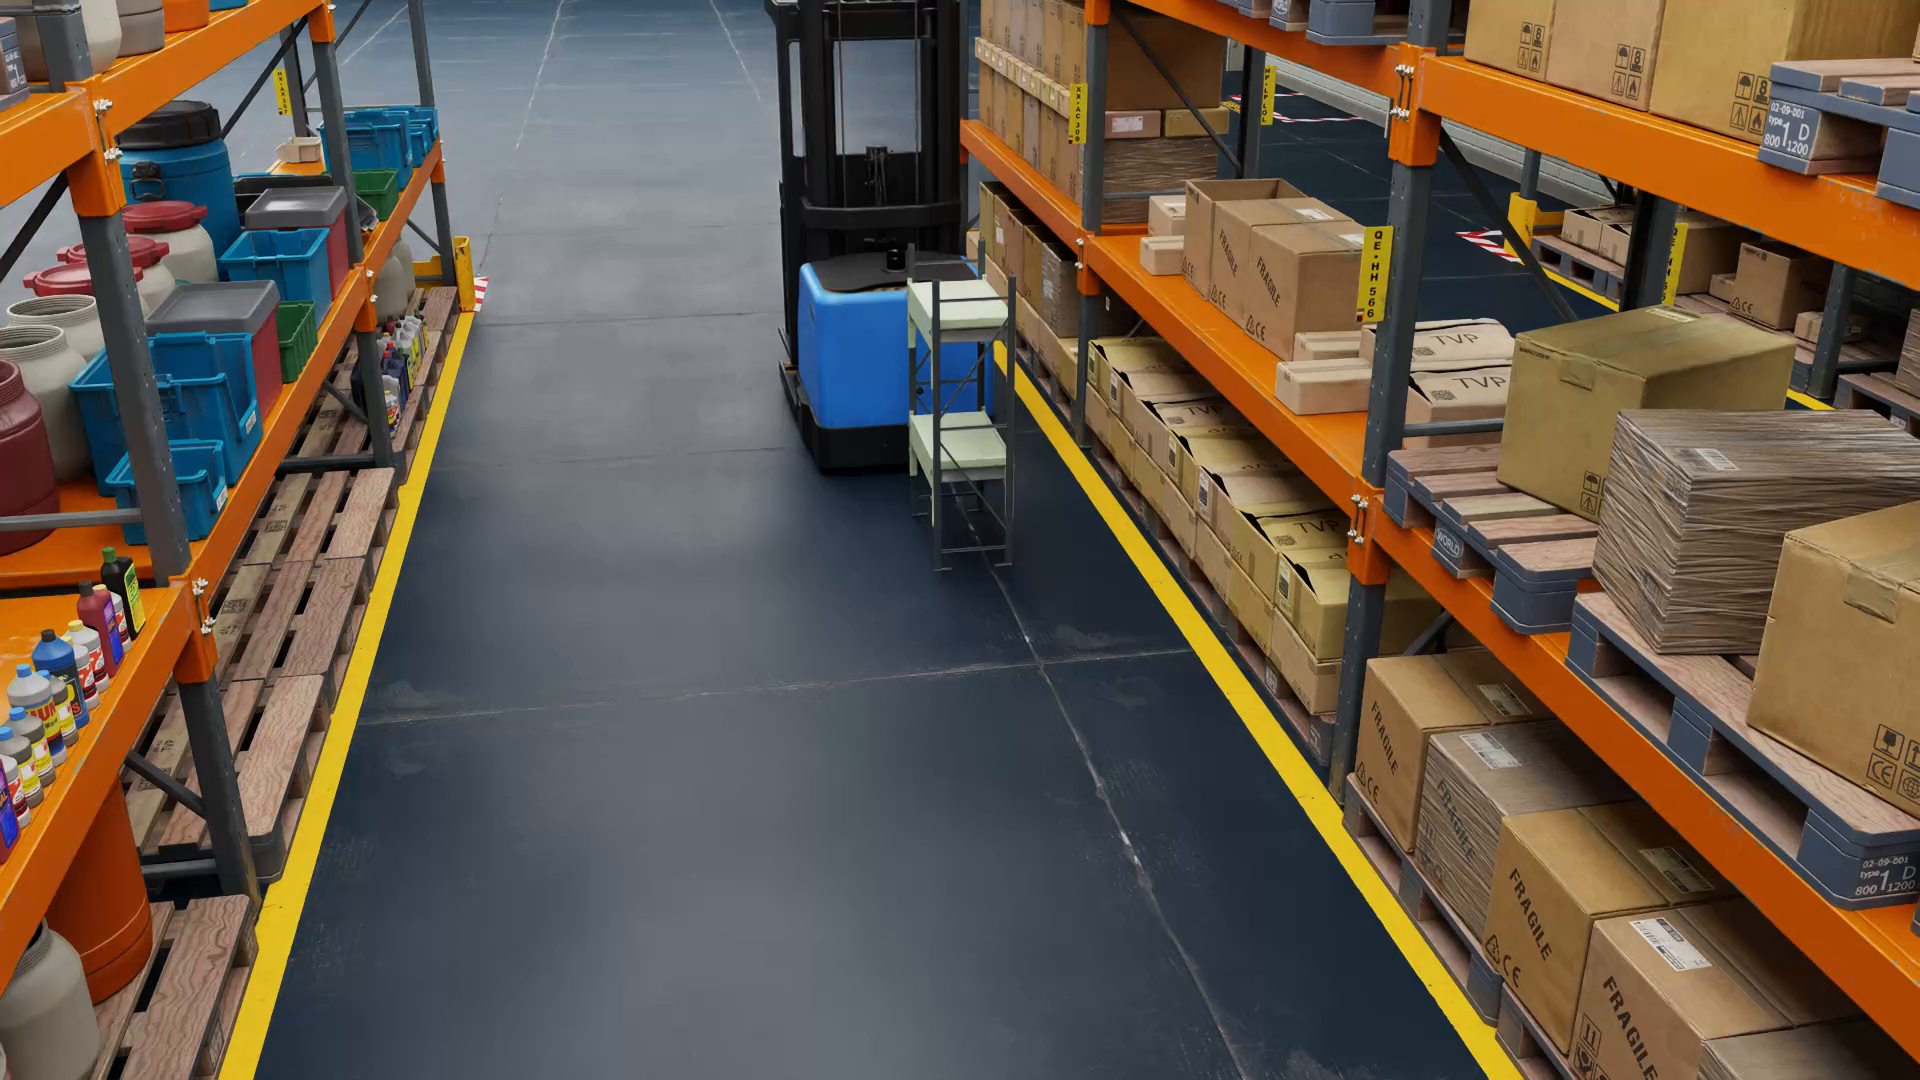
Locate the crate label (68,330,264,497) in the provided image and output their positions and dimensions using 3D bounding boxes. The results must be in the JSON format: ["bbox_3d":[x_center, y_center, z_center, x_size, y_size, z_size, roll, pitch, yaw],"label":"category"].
[{"bbox_3d":[-2.846,-0.467,6.028,0.502,0.435,0.616,-4,24,-10],"label":"crate label"}]

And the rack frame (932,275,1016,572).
[{"bbox_3d":[0.066,-0.546,8.126,0.400,1.500,0.023,-4,24,-10],"label":"rack frame"}]

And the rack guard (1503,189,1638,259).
[{"bbox_3d":[5.343,-2.745,14.410,1.175,0.500,0.348,-4,24,-10],"label":"rack guard"}]

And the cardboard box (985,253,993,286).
[{"bbox_3d":[0.438,-2.061,12.631,0.500,0.250,0.500,-4,24,-10],"label":"cardboard box"}]

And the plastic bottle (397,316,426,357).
[{"bbox_3d":[-3.617,-1.349,10.945,0.152,0.276,0.135,-4,24,-9],"label":"plastic bottle"}]

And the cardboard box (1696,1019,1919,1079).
[{"bbox_3d":[2.132,1.547,4.035,0.500,0.500,0.500,-4,24,-9],"label":"cardboard box"}]

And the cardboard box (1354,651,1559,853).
[{"bbox_3d":[1.744,0.739,5.885,0.500,0.500,0.500,-3,24,-7],"label":"cardboard box"}]

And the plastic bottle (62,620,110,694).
[{"bbox_3d":[-2.388,0.316,4.528,0.097,0.201,0.097,0,24,0],"label":"plastic bottle"}]

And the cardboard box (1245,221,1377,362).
[{"bbox_3d":[1.614,-1.110,7.419,0.500,0.500,0.500,-6,24,-13],"label":"cardboard box"}]

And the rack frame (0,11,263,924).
[{"bbox_3d":[-2.928,-0.040,5.095,1.000,3.000,0.127,-4,24,-10],"label":"rack frame"}]

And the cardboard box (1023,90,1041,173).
[{"bbox_3d":[0.824,-2.805,11.299,0.700,0.500,0.500,-4,24,-8],"label":"cardboard box"}]

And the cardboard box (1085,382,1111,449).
[{"bbox_3d":[1.032,-0.734,9.594,0.500,0.250,0.500,-5,24,-11],"label":"cardboard box"}]

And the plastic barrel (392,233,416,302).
[{"bbox_3d":[-4.210,-1.986,12.134,0.421,0.512,0.421,0,24,0],"label":"plastic barrel"}]

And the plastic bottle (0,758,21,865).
[{"bbox_3d":[-2.222,0.590,3.797,0.061,0.283,0.133,-4,24,-10],"label":"plastic bottle"}]

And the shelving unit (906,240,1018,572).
[{"bbox_3d":[-0.001,-0.690,8.456,0.431,1.500,0.755,-4,24,-10],"label":"shelving unit"}]

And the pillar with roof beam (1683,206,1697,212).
[{"bbox_3d":[2.078,-6.140,11.564,9.100,9.000,0.400,-4,24,-10],"label":"pillar with roof beam"}]

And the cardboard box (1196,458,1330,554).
[{"bbox_3d":[1.409,-0.185,7.637,0.500,0.311,0.500,-4,24,-10],"label":"cardboard box"}]

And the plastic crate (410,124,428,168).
[{"bbox_3d":[-3.906,-2.688,11.343,0.499,0.251,0.408,-4,24,-10],"label":"plastic crate"}]

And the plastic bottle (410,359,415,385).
[{"bbox_3d":[-3.473,-1.068,10.395,0.097,0.201,0.097,0,24,0],"label":"plastic bottle"}]

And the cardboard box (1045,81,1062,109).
[{"bbox_3d":[0.754,-2.813,10.509,0.380,0.149,0.250,-4,24,-10],"label":"cardboard box"}]

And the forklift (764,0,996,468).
[{"bbox_3d":[-0.592,-2.315,10.387,1.130,2.935,3.031,-5,24,-11],"label":"forklift"}]

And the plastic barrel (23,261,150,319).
[{"bbox_3d":[-3.490,-0.825,6.721,0.433,0.535,0.433,0,24,0],"label":"plastic barrel"}]

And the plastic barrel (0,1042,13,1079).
[{"bbox_3d":[-2.612,1.508,4.038,0.600,0.588,0.708,-4,24,-10],"label":"plastic barrel"}]

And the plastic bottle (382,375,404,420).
[{"bbox_3d":[-3.382,-0.850,9.802,0.152,0.276,0.135,-3,24,-8],"label":"plastic bottle"}]

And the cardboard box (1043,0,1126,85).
[{"bbox_3d":[0.926,-3.189,10.558,0.700,0.500,0.500,-4,24,-10],"label":"cardboard box"}]

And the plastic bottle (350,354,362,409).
[{"bbox_3d":[-3.551,-0.939,9.912,0.144,0.351,0.185,-4,24,-10],"label":"plastic bottle"}]

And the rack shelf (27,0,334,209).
[{"bbox_3d":[-3.298,-1.872,6.439,1.077,0.370,4.000,-4,24,-10],"label":"rack shelf"}]

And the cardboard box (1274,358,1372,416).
[{"bbox_3d":[1.503,-0.624,6.744,0.380,0.149,0.250,-4,24,-10],"label":"cardboard box"}]

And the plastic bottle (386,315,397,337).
[{"bbox_3d":[-3.722,-1.345,10.925,0.061,0.283,0.133,-4,24,-10],"label":"plastic bottle"}]

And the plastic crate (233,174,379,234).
[{"bbox_3d":[-3.639,-1.801,9.203,0.767,0.338,0.504,-4,24,-10],"label":"plastic crate"}]

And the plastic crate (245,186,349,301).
[{"bbox_3d":[-3.277,-1.475,8.300,0.402,0.464,0.583,-4,24,-10],"label":"plastic crate"}]

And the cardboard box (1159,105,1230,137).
[{"bbox_3d":[1.342,-2.442,9.658,0.380,0.149,0.250,-4,24,-10],"label":"cardboard box"}]

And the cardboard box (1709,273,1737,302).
[{"bbox_3d":[5.793,-1.873,12.302,0.380,0.149,0.250,-6,24,-14],"label":"cardboard box"}]

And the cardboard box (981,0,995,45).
[{"bbox_3d":[0.545,-3.987,12.386,0.700,0.500,0.500,-4,24,-10],"label":"cardboard box"}]

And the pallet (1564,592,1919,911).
[{"bbox_3d":[2.305,0.447,4.218,1.003,0.211,1.213,-4,24,-10],"label":"pallet"}]

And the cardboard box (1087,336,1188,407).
[{"bbox_3d":[1.033,-0.987,9.473,0.500,0.311,0.500,-4,24,-10],"label":"cardboard box"}]

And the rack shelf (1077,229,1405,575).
[{"bbox_3d":[1.571,-0.862,7.876,1.077,0.370,4.000,-4,24,-10],"label":"rack shelf"}]

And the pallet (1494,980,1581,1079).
[{"bbox_3d":[2.264,1.648,4.714,1.003,0.211,1.213,-4,24,-10],"label":"pallet"}]

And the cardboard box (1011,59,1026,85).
[{"bbox_3d":[0.563,-3.219,11.436,0.380,0.149,0.250,-5,24,-10],"label":"cardboard box"}]

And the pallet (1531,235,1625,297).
[{"bbox_3d":[5.459,-2.290,13.730,1.003,0.211,1.213,-4,24,-10],"label":"pallet"}]

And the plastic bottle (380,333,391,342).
[{"bbox_3d":[-3.711,-1.244,10.797,0.097,0.201,0.097,0,24,0],"label":"plastic bottle"}]

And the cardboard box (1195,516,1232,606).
[{"bbox_3d":[1.415,0.073,7.746,0.500,0.250,0.500,-4,24,-9],"label":"cardboard box"}]

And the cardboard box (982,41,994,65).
[{"bbox_3d":[0.374,-3.621,12.358,0.380,0.149,0.250,-5,24,-11],"label":"cardboard box"}]

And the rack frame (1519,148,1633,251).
[{"bbox_3d":[5.329,-3.920,13.978,1.000,3.000,0.127,-4,24,-10],"label":"rack frame"}]

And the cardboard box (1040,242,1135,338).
[{"bbox_3d":[0.820,-1.619,10.682,0.500,0.500,0.500,-4,24,-10],"label":"cardboard box"}]

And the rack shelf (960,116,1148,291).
[{"bbox_3d":[0.831,-2.436,11.478,1.077,0.370,4.000,-4,24,-10],"label":"rack shelf"}]

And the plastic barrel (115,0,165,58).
[{"bbox_3d":[-2.866,-1.984,5.170,0.600,0.901,0.600,0,24,0],"label":"plastic barrel"}]

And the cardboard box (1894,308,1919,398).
[{"bbox_3d":[6.221,-1.115,10.128,0.700,0.500,0.500,-3,24,-8],"label":"cardboard box"}]

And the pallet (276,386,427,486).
[{"bbox_3d":[-3.751,-0.603,9.867,1.003,0.211,1.213,-4,24,-10],"label":"pallet"}]

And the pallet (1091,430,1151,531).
[{"bbox_3d":[1.376,-0.414,9.434,1.003,0.211,1.213,-4,24,-10],"label":"pallet"}]

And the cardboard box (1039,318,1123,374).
[{"bbox_3d":[0.818,-1.275,10.832,0.500,0.250,0.500,-4,24,-10],"label":"cardboard box"}]

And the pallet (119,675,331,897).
[{"bbox_3d":[-3.033,0.930,6.357,1.003,0.211,1.213,-4,24,-10],"label":"pallet"}]

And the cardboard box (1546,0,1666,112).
[{"bbox_3d":[2.149,-1.456,4.464,0.910,0.500,0.500,-4,24,-10],"label":"cardboard box"}]

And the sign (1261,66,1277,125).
[{"bbox_3d":[1.733,-2.517,9.418,0.100,0.325,0.005,-4,24,-10],"label":"sign"}]

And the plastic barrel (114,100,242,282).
[{"bbox_3d":[-3.894,-1.669,8.197,0.600,0.901,0.708,-4,24,-10],"label":"plastic barrel"}]

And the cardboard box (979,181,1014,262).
[{"bbox_3d":[0.436,-2.404,12.481,0.500,0.500,0.500,-4,24,-10],"label":"cardboard box"}]
